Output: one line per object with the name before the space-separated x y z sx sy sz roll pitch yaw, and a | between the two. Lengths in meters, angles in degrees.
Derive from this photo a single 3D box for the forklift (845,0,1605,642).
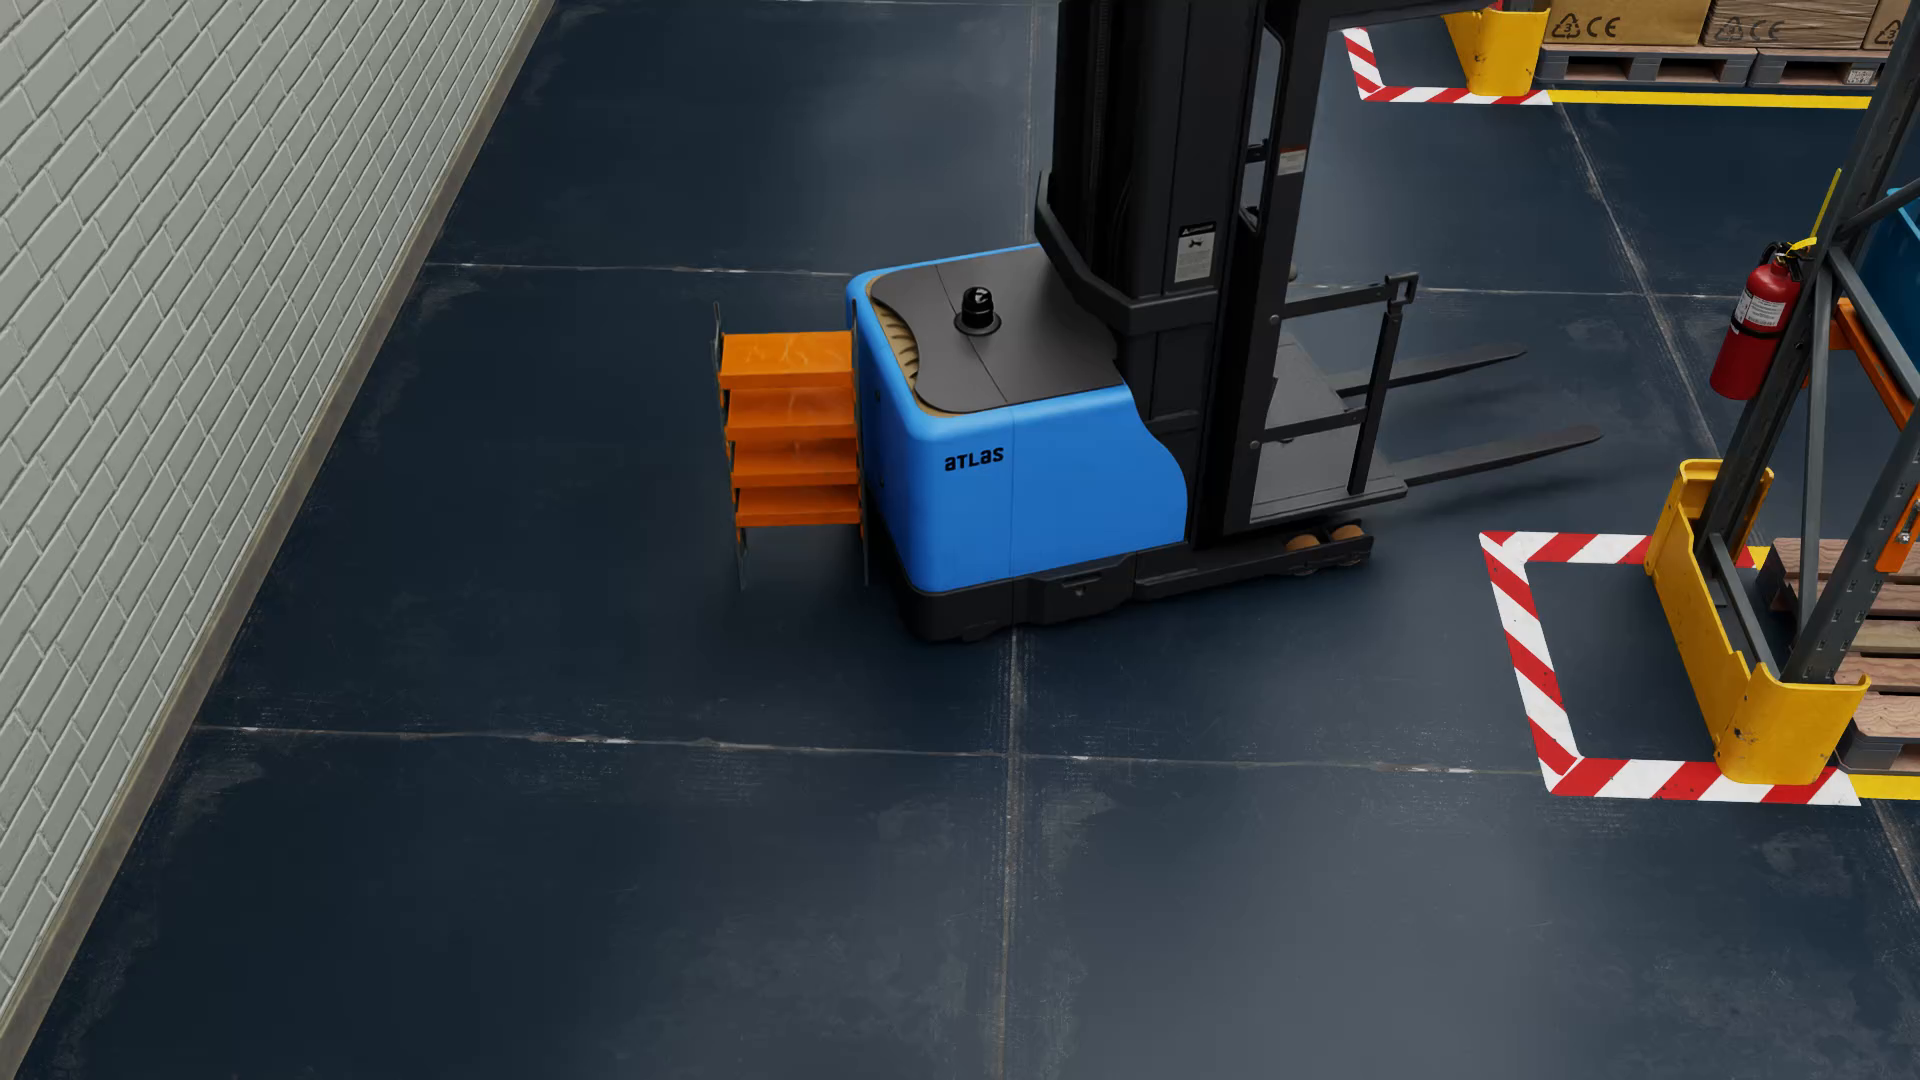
forklift | 1.130 -1.264 5.957 3.031 2.935 1.130 -12 44 -12

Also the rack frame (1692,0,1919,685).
rack frame | 2.904 -0.647 5.244 0.127 3.000 1.000 2 43 2

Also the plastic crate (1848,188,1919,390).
plastic crate | 3.246 -0.798 5.337 0.499 0.435 0.616 2 43 2

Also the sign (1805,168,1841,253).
sign | 2.912 -1.081 5.591 0.005 0.325 0.100 2 43 2

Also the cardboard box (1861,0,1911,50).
cardboard box | 5.568 -3.375 9.423 0.875 0.875 0.875 2 43 2

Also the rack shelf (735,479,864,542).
rack shelf | -0.615 -0.137 6.407 0.480 0.148 0.258 -2 43 -2

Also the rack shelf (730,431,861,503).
rack shelf | -0.615 -0.283 6.272 0.480 0.148 0.258 -2 43 -2

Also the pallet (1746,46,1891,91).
pallet | 5.144 -2.988 9.803 1.213 0.211 1.003 2 43 2

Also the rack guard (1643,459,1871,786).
rack guard | 2.879 0.276 6.087 0.348 0.500 1.175 2 43 2

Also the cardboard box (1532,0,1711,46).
cardboard box | 3.770 -3.430 9.482 0.875 0.875 0.875 2 43 2

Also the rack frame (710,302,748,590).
rack frame | -0.859 -0.324 6.217 0.015 1.200 0.240 -2 43 -2

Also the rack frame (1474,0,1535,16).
rack frame | 3.127 -4.019 8.864 0.127 3.000 1.000 2 43 2

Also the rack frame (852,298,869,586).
rack frame | -0.372 -0.340 6.235 0.015 1.200 0.240 -2 43 -2

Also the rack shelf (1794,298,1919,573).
rack shelf | 4.902 -0.322 5.423 4.000 0.370 1.077 2 43 2

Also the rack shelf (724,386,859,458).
rack shelf | -0.615 -0.446 6.119 0.480 0.148 0.258 -2 43 -2

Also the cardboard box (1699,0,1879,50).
cardboard box | 4.679 -3.402 9.452 0.875 0.875 0.875 2 43 2

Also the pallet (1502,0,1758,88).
pallet | 3.929 -3.028 9.845 1.213 0.211 1.003 2 43 2

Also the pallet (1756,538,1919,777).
pallet | 3.726 0.425 6.138 1.213 0.211 1.003 2 43 2

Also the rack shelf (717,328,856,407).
rack shelf | -0.615 -0.619 5.958 0.480 0.148 0.258 -2 43 -2

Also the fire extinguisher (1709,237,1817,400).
fire extinguisher | 2.773 -0.796 5.734 0.183 0.674 0.296 2 43 2

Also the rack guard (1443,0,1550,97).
rack guard | 3.103 -3.105 9.717 0.348 0.500 1.175 2 43 2

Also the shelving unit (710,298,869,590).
shelving unit | -0.615 -0.332 6.226 0.503 1.200 0.258 -2 43 -2
